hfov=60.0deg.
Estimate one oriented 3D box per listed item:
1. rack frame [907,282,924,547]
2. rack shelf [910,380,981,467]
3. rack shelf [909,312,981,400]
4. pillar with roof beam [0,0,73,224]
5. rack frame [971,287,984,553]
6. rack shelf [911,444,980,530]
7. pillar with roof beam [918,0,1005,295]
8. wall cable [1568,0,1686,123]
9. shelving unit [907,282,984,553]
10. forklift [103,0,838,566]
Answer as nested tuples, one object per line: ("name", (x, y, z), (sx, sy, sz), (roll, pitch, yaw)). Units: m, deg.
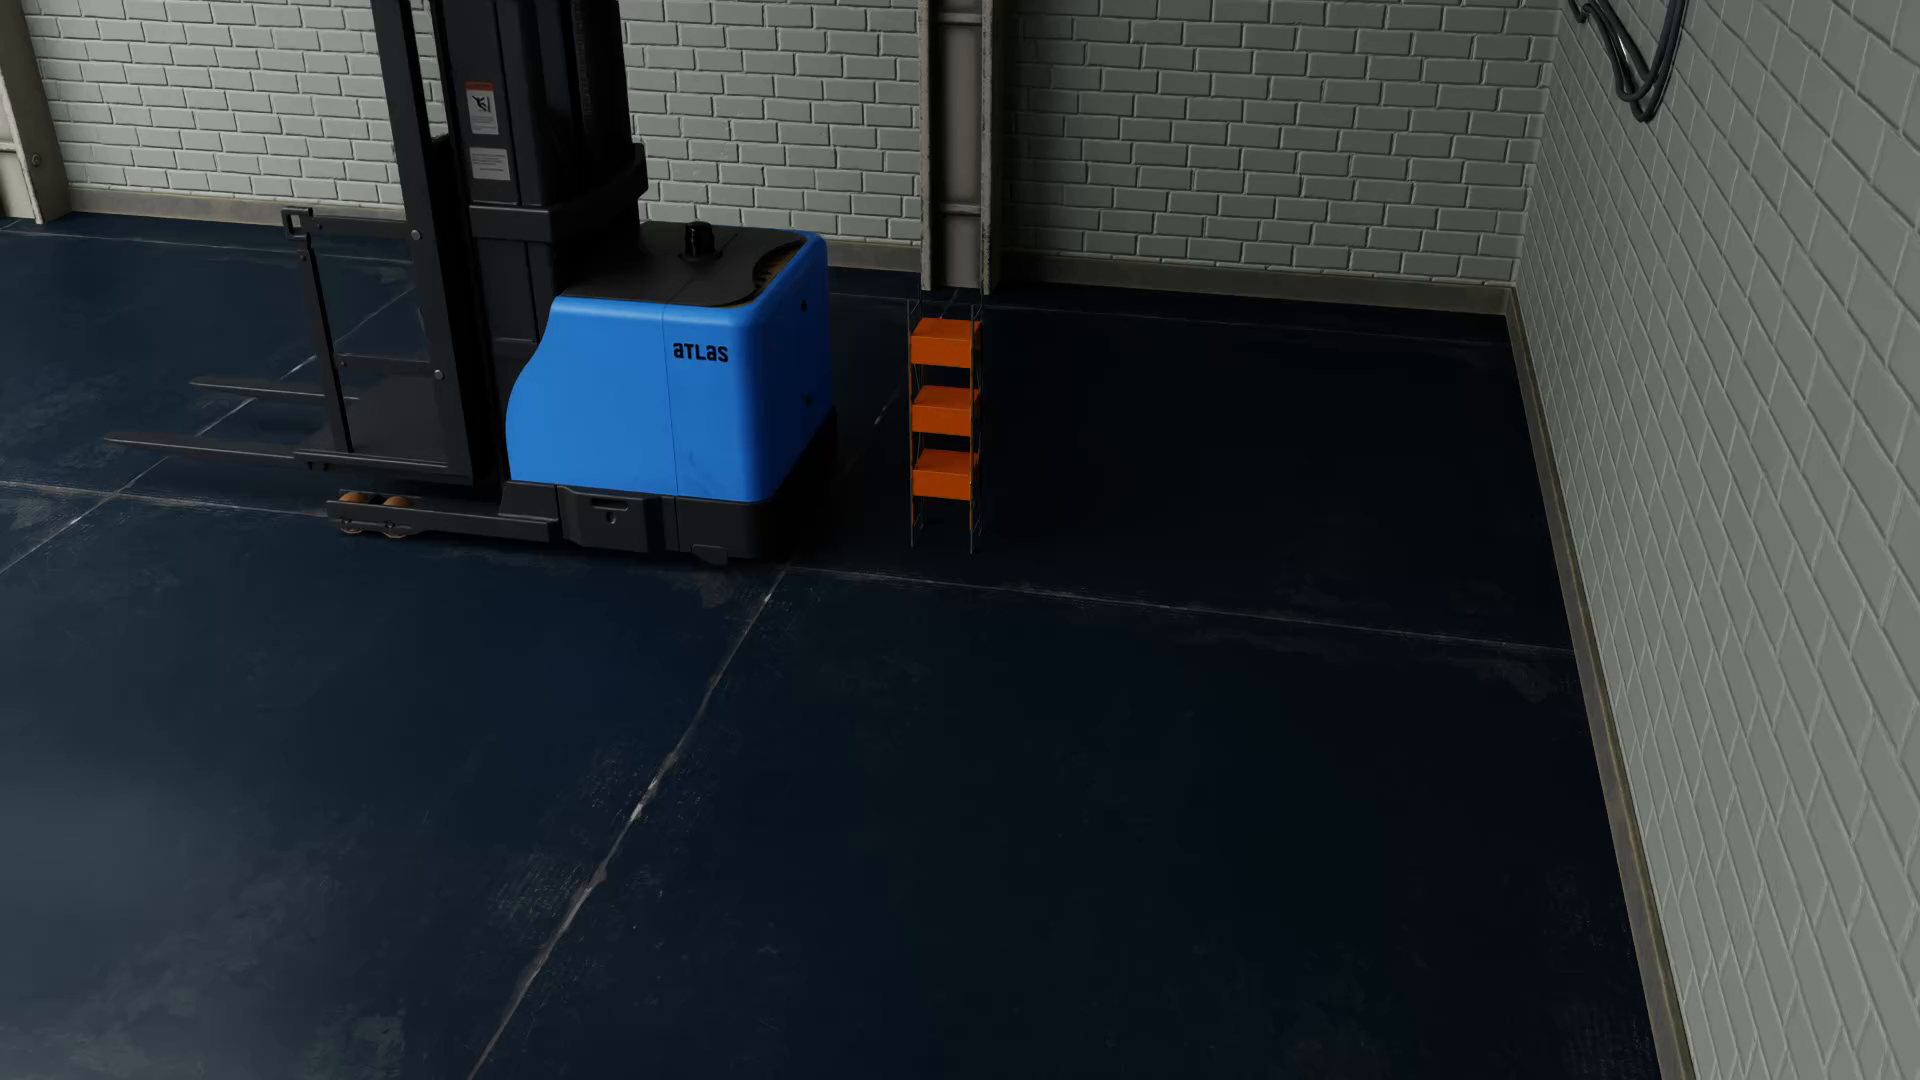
("rack frame", (-0.172, -0.478, 6.530), (0.008, 1.050, 0.200), (6, 29, 11))
("rack shelf", (-0.052, -0.457, 6.513), (0.240, 0.259, 0.215), (6, 29, 11))
("rack shelf", (-0.052, -0.705, 6.377), (0.240, 0.259, 0.215), (6, 29, 11))
("pillar with roof beam", (-6.758, -3.981, 4.650), (0.400, 9.000, 9.100), (6, 29, 11))
("rack frame", (0.067, -0.454, 6.485), (0.008, 1.050, 0.200), (6, 29, 11))
("rack shelf", (-0.052, -0.213, 6.646), (0.240, 0.259, 0.215), (6, 29, 11))
("pillar with roof beam", (-0.890, -3.379, 3.551), (0.400, 9.000, 9.100), (6, 29, 11))
("wall cable", (2.614, -3.122, 6.316), (0.112, 2.526, 3.097), (6, 29, 11))
("shelving unit", (-0.052, -0.466, 6.508), (0.252, 1.050, 0.215), (6, 29, 11))
("forklift", (-2.102, -1.533, 6.497), (3.031, 2.935, 1.130), (6, 29, 10))
